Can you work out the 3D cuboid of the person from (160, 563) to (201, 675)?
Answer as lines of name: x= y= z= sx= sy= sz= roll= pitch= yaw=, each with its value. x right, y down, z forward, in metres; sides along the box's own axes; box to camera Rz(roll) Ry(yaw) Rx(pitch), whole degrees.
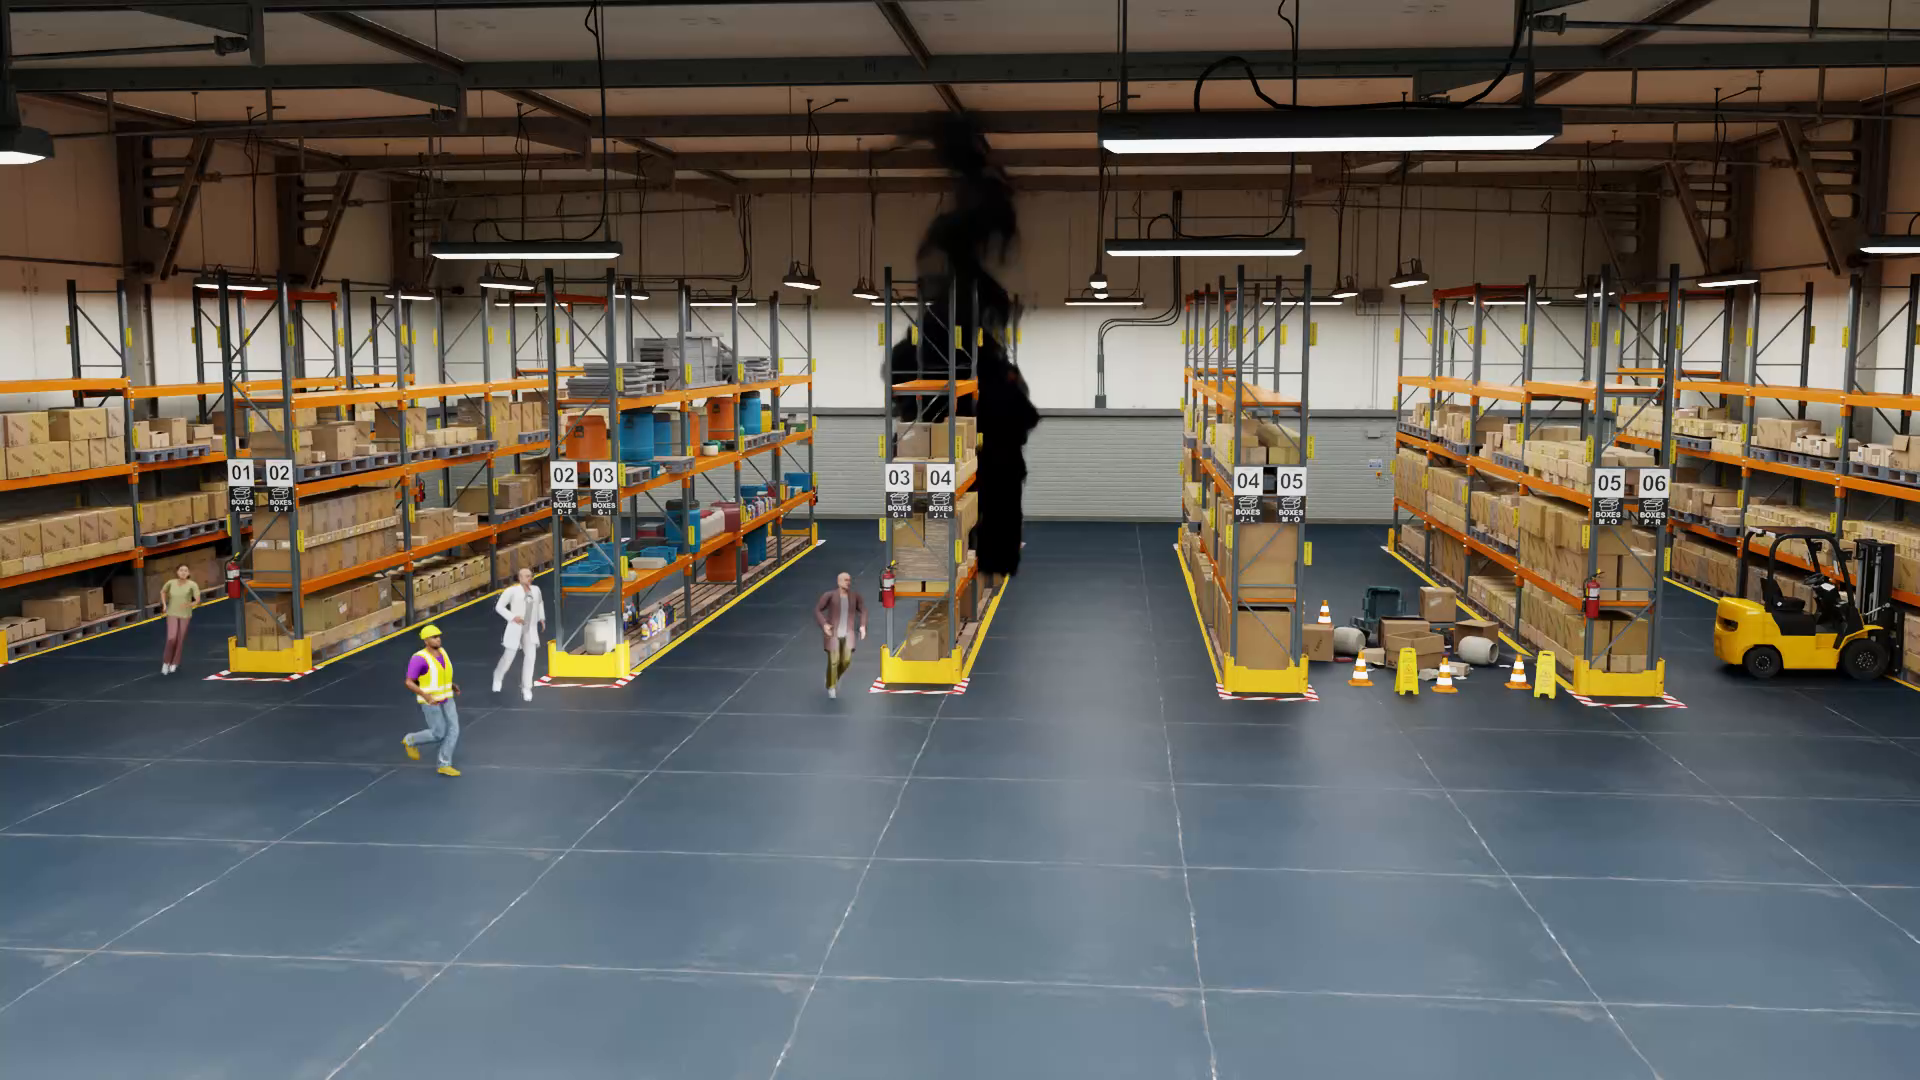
person: x=-11.705 y=1.164 z=24.964 sx=0.590 sy=1.656 sz=0.608 roll=-3 pitch=8 yaw=-25

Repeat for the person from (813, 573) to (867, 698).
person: x=-1.665 y=1.325 z=23.346 sx=0.783 sy=1.731 sz=0.569 roll=-2 pitch=7 yaw=-18

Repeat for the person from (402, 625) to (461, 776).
person: x=-6.069 y=1.839 z=19.149 sx=0.739 sy=1.739 sz=0.707 roll=3 pitch=8 yaw=24

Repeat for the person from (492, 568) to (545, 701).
person: x=-6.130 y=1.293 z=23.365 sx=0.764 sy=1.780 sz=0.991 roll=-5 pitch=9 yaw=-36
